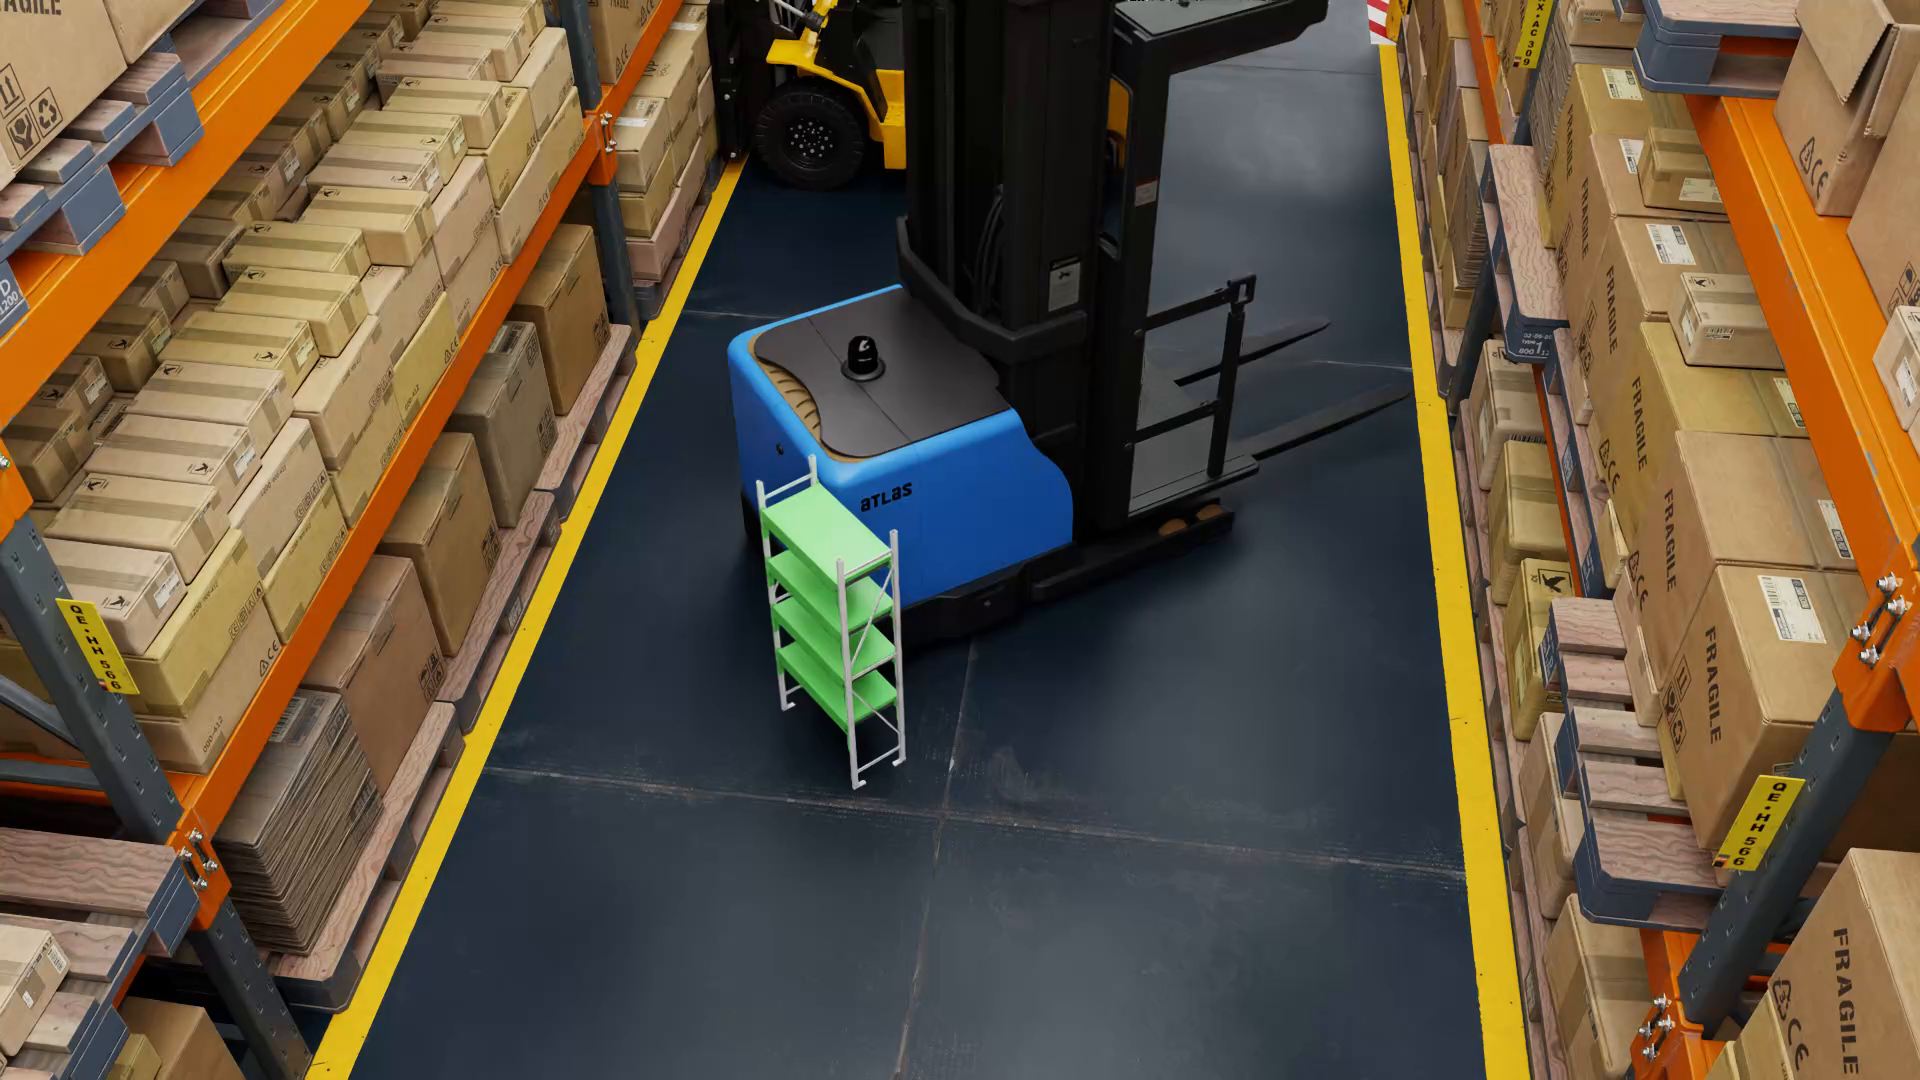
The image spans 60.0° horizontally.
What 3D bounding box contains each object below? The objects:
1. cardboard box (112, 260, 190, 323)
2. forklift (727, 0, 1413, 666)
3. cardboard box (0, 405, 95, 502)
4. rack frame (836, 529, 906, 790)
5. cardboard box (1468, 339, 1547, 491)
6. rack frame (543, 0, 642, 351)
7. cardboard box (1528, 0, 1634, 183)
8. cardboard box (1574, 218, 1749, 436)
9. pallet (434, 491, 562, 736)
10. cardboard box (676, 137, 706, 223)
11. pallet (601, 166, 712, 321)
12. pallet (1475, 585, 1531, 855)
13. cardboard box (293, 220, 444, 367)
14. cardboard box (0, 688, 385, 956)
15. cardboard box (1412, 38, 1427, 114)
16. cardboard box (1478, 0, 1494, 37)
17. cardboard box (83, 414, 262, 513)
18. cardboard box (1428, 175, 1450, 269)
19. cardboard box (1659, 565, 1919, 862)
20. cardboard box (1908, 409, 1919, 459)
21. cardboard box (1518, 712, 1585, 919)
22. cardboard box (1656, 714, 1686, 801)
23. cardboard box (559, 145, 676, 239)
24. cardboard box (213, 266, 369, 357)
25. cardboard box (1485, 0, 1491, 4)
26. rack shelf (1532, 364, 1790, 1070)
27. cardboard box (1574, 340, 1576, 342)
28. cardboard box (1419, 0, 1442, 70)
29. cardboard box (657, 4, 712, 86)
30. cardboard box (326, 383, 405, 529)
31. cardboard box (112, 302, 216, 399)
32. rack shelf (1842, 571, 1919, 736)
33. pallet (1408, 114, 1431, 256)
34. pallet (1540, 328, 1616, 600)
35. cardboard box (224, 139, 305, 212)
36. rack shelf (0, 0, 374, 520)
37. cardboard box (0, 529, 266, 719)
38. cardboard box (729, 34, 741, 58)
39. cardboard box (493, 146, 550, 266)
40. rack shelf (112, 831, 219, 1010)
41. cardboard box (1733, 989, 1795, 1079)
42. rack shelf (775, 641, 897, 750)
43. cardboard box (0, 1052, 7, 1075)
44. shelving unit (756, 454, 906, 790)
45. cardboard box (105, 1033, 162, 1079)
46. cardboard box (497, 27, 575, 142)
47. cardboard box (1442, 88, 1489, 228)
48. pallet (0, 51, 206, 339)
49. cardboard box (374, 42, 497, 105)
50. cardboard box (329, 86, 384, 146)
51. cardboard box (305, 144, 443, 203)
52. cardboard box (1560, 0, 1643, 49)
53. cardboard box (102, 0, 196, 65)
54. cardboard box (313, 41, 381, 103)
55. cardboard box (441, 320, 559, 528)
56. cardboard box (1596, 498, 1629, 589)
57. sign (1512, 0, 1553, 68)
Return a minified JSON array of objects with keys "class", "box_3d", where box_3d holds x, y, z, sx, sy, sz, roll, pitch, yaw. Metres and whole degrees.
[{"class":"cardboard box","box_3d":[-2.744,-0.783,5.373,0.380,0.149,0.250,5,44,5]},{"class":"forklift","box_3d":[0.607,-1.289,6.502,3.031,2.935,1.130,-21,47,-21]},{"class":"cardboard box","box_3d":[-2.769,-0.261,4.822,0.380,0.149,0.250,5,44,5]},{"class":"rack frame","box_3d":[-0.309,0.453,5.921,0.240,1.200,0.015,-28,50,-26]},{"class":"cardboard box","box_3d":[2.753,-0.508,7.233,0.950,0.372,0.625,6,44,6]},{"class":"rack frame","box_3d":[-2.101,-2.116,7.325,1.000,3.000,0.127,5,44,6]},{"class":"cardboard box","box_3d":[2.473,-1.671,6.260,0.500,0.500,0.500,6,44,7]},{"class":"cardboard box","box_3d":[2.271,-0.642,5.174,0.500,0.500,0.500,4,44,4]},{"class":"pallet","box_3d":[-2.319,0.236,6.869,1.003,0.211,1.213,5,44,6]},{"class":"cardboard box","box_3d":[-1.657,-1.917,8.809,0.500,0.250,0.500,4,44,5]},{"class":"pallet","box_3d":[-1.954,-1.641,8.852,1.003,0.211,1.213,5,44,6]},{"class":"pallet","box_3d":[2.559,0.710,6.369,1.003,0.211,1.213,5,44,6]},{"class":"cardboard box","box_3d":[-2.132,-0.844,5.727,0.500,0.250,0.500,6,44,6]},{"class":"cardboard box","box_3d":[-2.534,0.896,5.566,0.875,0.625,0.625,7,44,7]},{"class":"cardboard box","box_3d":[2.893,-2.676,9.611,0.500,0.250,0.500,7,44,7]},{"class":"cardboard box","box_3d":[2.691,-2.515,7.930,0.380,0.149,0.250,5,44,5]},{"class":"cardboard box","box_3d":[-2.253,-0.212,4.769,0.380,0.149,0.250,6,44,7]},{"class":"cardboard box","box_3d":[2.692,-1.612,8.488,0.500,0.250,0.500,4,44,4]},{"class":"cardboard box","box_3d":[2.075,0.427,4.045,0.500,0.500,0.500,4,44,4]},{"class":"cardboard box","box_3d":[2.124,-0.173,3.274,0.380,0.149,0.250,5,44,6]},{"class":"cardboard box","box_3d":[2.465,0.973,5.669,0.950,0.372,0.625,4,44,5]},{"class":"cardboard box","box_3d":[2.065,0.564,4.373,0.380,0.149,0.250,6,44,6]},{"class":"cardboard box","box_3d":[-1.731,-1.753,8.273,0.500,0.250,0.500,5,44,5]},{"class":"cardboard box","box_3d":[-2.136,-0.733,5.320,0.380,0.149,0.250,6,44,6]},{"class":"cardboard box","box_3d":[2.757,-2.842,7.803,0.500,0.500,0.500,6,44,7]},{"class":"rack shelf","box_3d":[2.555,-0.043,5.659,1.077,0.370,4.000,5,44,6]},{"class":"cardboard box","box_3d":[2.320,-0.671,5.677,0.380,0.149,0.250,6,44,6]},{"class":"cardboard box","box_3d":[2.900,-2.922,9.326,0.500,0.500,0.500,4,44,4]},{"class":"cardboard box","box_3d":[-1.594,-2.622,8.827,0.500,0.250,0.500,7,44,7]},{"class":"cardboard box","box_3d":[-2.196,-0.310,5.526,0.500,0.250,0.500,4,44,4]},{"class":"cardboard box","box_3d":[-2.711,-0.538,5.404,0.500,0.250,0.500,5,44,5]},{"class":"rack shelf","box_3d":[2.026,1.594,1.749,1.077,0.370,4.000,5,44,6]},{"class":"pallet","box_3d":[3.032,-1.949,9.177,1.003,0.211,1.213,5,44,6]},{"class":"pallet","box_3d":[2.512,-0.224,5.467,1.003,0.211,1.213,5,44,6]},{"class":"cardboard box","box_3d":[-2.581,-1.304,5.923,0.380,0.149,0.250,5,44,5]},{"class":"rack shelf","box_3d":[-2.365,-1.581,5.102,1.077,0.370,4.000,5,44,6]},{"class":"cardboard box","box_3d":[-2.304,0.205,4.619,0.500,0.250,0.500,5,44,5]},{"class":"cardboard box","box_3d":[-1.521,-2.782,9.360,0.500,0.250,0.500,5,44,5]},{"class":"cardboard box","box_3d":[-1.969,-1.351,6.626,0.500,0.250,0.500,5,44,5]},{"class":"rack shelf","box_3d":[-2.894,2.235,3.254,1.077,0.370,4.000,5,44,6]},{"class":"cardboard box","box_3d":[1.979,1.255,3.511,0.500,0.250,0.500,5,44,5]},{"class":"rack shelf","box_3d":[-0.457,0.541,6.271,0.258,0.148,0.480,-28,50,-26]},{"class":"cardboard box","box_3d":[-2.449,1.261,3.563,0.500,0.250,0.500,3,44,4]},{"class":"shelving unit","box_3d":[-0.457,0.320,6.061,0.258,1.200,0.503,-28,50,-26]},{"class":"cardboard box","box_3d":[-2.444,1.489,4.558,0.380,0.149,0.250,3,44,3]},{"class":"cardboard box","box_3d":[-1.913,-1.885,6.827,0.500,0.250,0.500,4,44,5]},{"class":"cardboard box","box_3d":[2.697,-1.868,8.212,0.500,0.500,0.500,6,44,6]},{"class":"pallet","box_3d":[-2.629,-0.881,3.977,1.213,0.211,1.003,7,44,7]},{"class":"cardboard box","box_3d":[-2.027,-1.795,6.442,0.380,0.149,0.250,5,44,5]},{"class":"cardboard box","box_3d":[-2.499,-1.579,6.503,0.500,0.250,0.500,5,44,5]},{"class":"cardboard box","box_3d":[-2.066,-1.261,5.878,0.380,0.149,0.250,6,44,6]},{"class":"cardboard box","box_3d":[2.407,-1.911,6.043,0.380,0.149,0.250,5,44,5]},{"class":"cardboard box","box_3d":[-2.325,-1.529,4.072,0.700,0.500,0.500,4,44,5]},{"class":"cardboard box","box_3d":[-2.481,-1.819,6.467,0.380,0.149,0.250,5,44,5]},{"class":"cardboard box","box_3d":[-2.269,-0.521,7.063,0.875,0.625,0.625,5,44,5]},{"class":"cardboard box","box_3d":[2.117,0.028,4.938,0.380,0.149,0.250,6,44,6]},{"class":"sign","box_3d":[2.281,-2.026,6.600,0.100,0.325,0.005,5,44,6]}]
